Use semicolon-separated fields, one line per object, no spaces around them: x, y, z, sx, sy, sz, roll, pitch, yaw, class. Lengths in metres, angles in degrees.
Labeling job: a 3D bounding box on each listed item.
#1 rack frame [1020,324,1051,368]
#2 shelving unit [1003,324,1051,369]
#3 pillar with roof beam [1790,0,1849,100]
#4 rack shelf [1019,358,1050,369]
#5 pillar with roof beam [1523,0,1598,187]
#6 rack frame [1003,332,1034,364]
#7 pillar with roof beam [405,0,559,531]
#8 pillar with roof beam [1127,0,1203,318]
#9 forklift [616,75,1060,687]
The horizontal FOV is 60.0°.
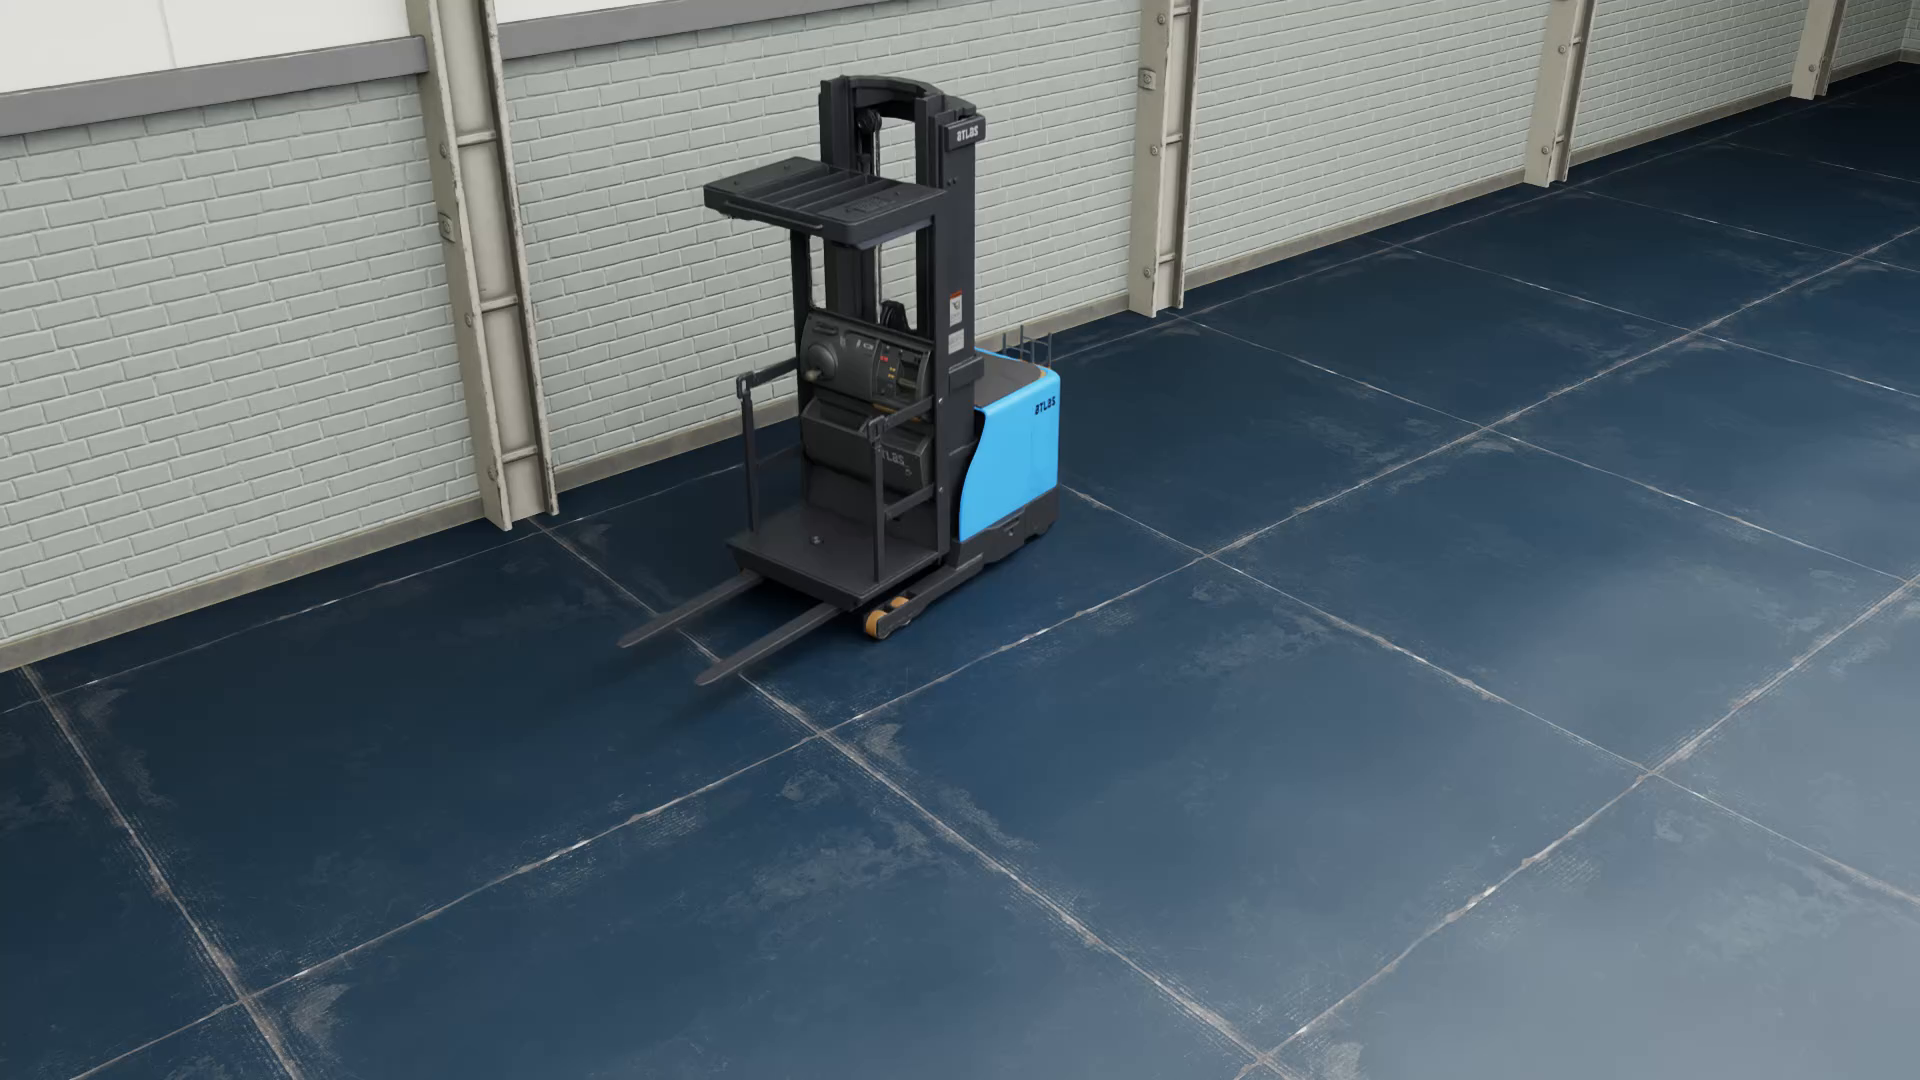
0.482;-0.817;10.864;0.240;1.200;0.006;21;34;33;rack frame
0.425;-0.783;10.801;0.258;1.200;0.189;21;34;33;shelving unit
13.605;-8.103;16.223;0.400;9.000;9.100;-22;35;-35;pillar with roof beam
0.425;-1.062;10.652;0.258;0.103;0.180;21;34;33;rack shelf
9.040;-6.267;12.789;0.400;9.000;9.100;-22;35;-35;pillar with roof beam
0.368;-0.750;10.738;0.240;1.200;0.006;21;34;33;rack frame
-0.089;-2.597;5.919;0.400;9.000;9.100;-22;35;-35;pillar with roof beam
4.476;-4.432;9.354;0.400;9.000;9.100;-22;35;-35;pillar with roof beam
-0.676;-0.987;9.346;1.130;2.935;3.031;21;34;33;forklift
